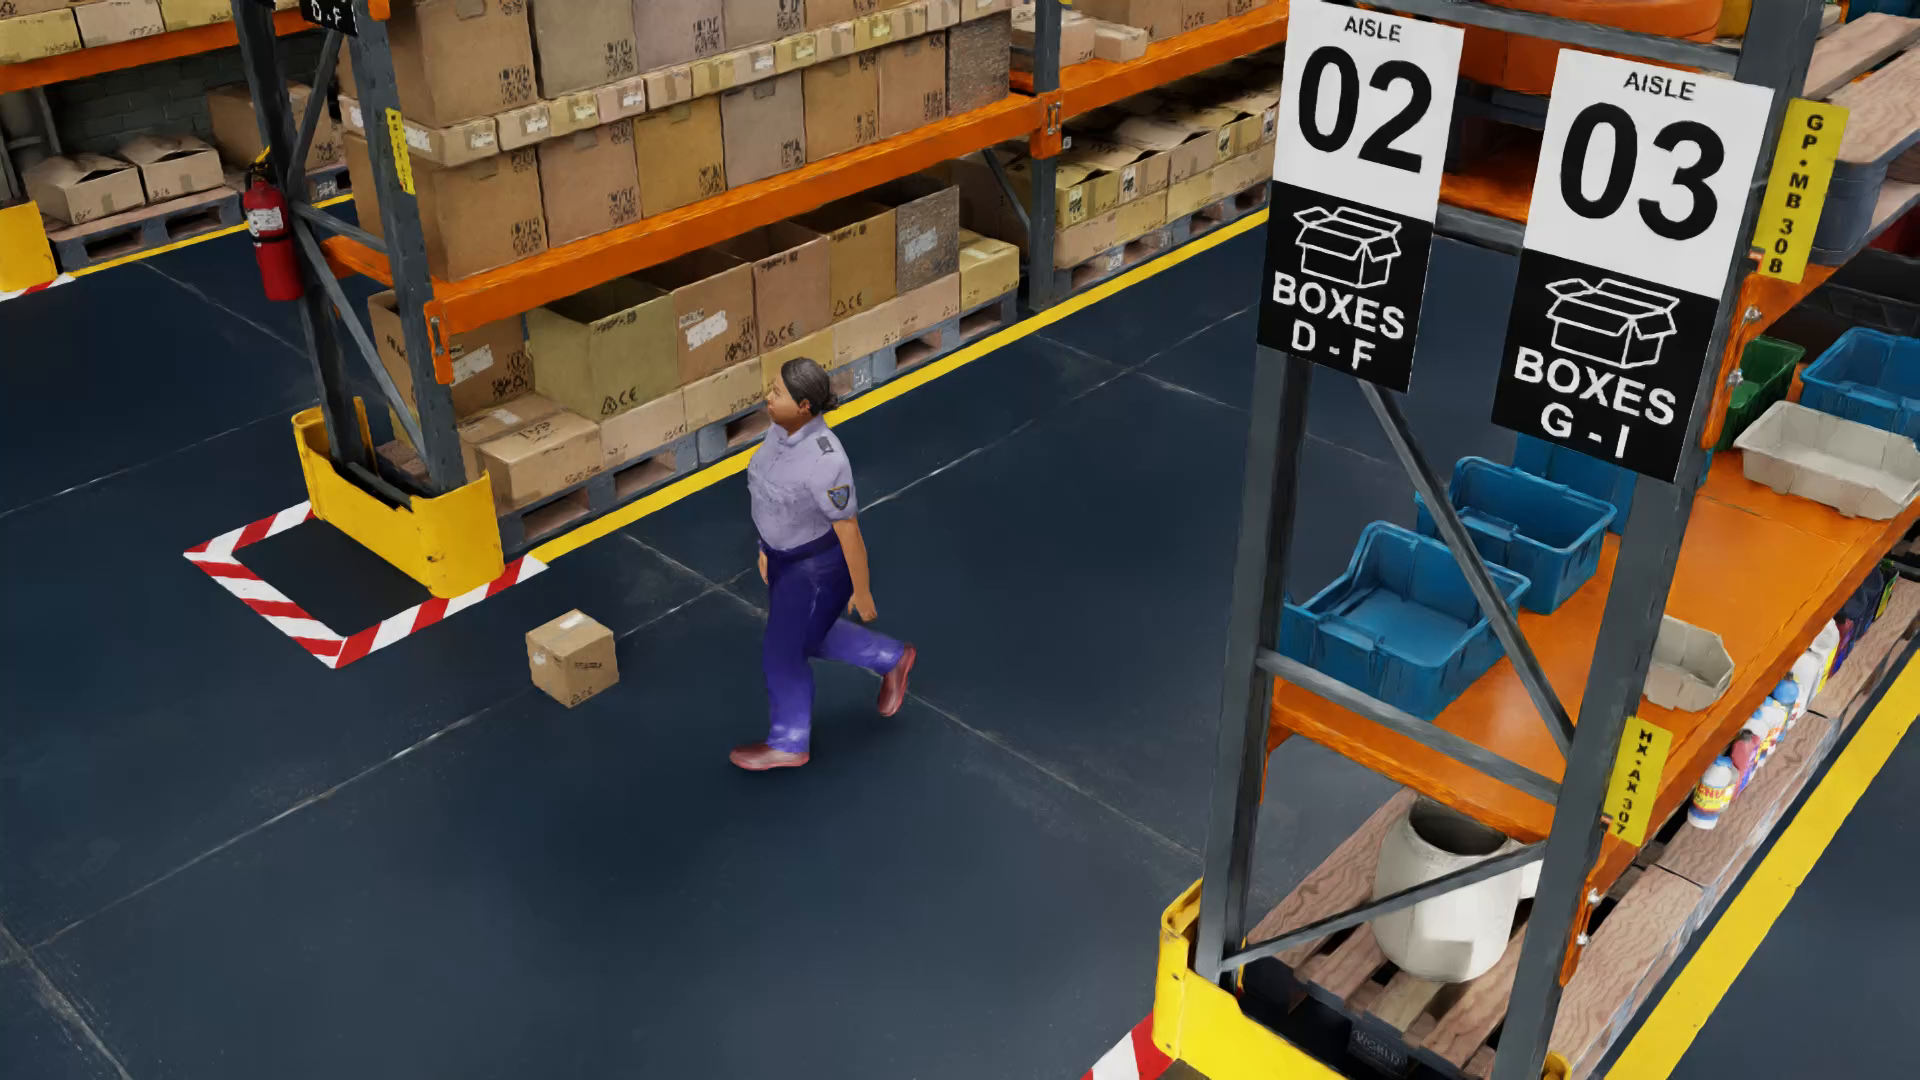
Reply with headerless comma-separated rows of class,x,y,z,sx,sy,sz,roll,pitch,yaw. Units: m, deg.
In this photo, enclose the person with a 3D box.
person,-0.508,0.077,6.025,0.800,1.613,0.504,-12,34,-19
